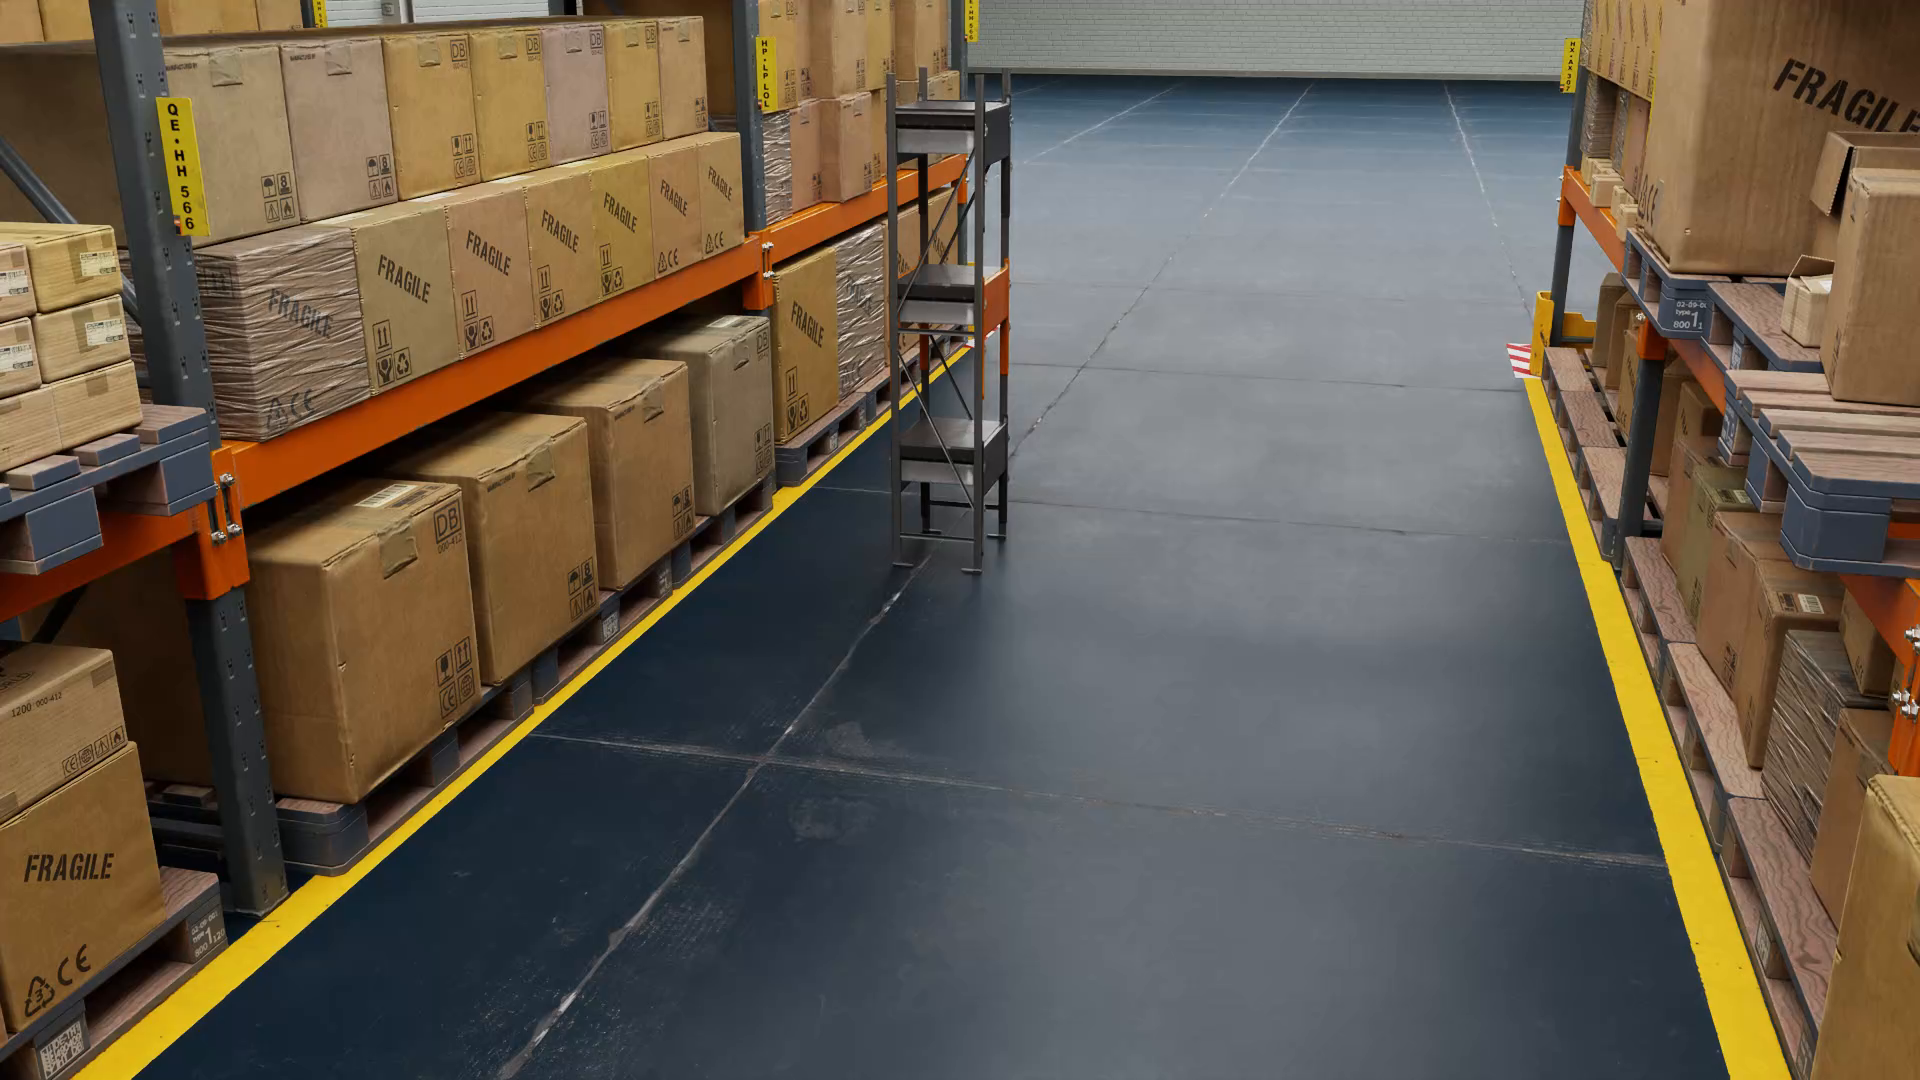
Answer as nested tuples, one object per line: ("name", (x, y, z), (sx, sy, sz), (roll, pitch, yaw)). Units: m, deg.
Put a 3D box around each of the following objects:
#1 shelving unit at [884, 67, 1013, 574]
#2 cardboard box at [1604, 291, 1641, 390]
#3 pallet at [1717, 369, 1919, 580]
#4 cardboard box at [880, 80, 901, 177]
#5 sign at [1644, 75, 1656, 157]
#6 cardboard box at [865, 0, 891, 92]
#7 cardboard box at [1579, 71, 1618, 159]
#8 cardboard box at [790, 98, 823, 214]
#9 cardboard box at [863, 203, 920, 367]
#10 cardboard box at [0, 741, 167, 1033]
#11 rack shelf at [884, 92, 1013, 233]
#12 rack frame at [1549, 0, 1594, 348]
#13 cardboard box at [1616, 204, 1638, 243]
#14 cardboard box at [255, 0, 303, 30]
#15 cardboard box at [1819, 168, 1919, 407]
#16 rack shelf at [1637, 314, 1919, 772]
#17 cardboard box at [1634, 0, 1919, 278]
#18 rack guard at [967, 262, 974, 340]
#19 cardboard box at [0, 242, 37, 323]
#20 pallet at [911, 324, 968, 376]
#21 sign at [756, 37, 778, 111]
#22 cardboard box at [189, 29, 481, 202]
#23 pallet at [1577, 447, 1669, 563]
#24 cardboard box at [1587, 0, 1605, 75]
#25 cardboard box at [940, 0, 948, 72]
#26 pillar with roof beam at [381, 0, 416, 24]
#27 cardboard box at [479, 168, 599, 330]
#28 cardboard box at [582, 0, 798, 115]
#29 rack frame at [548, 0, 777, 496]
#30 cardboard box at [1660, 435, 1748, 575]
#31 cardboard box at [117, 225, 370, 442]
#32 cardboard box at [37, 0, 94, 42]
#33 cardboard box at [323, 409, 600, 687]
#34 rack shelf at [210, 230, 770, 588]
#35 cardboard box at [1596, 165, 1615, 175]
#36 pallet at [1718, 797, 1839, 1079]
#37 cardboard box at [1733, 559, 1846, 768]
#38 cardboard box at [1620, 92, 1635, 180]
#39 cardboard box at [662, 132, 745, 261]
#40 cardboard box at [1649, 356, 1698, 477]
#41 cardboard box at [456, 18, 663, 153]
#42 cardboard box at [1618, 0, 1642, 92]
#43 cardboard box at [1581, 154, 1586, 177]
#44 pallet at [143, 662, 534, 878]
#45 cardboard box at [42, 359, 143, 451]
("shelving unit", (-0.040, -0.942, 7.196), (0.431, 2.100, 0.503), (5, 19, 13))
("cardboard box", (4.057, -1.141, 9.605), (0.500, 0.500, 0.500), (10, 21, 28))
("pallet", (2.455, -0.143, 3.763), (1.213, 0.211, 1.003), (5, 19, 13))
("cardboard box", (-0.865, -2.545, 10.265), (0.875, 0.550, 0.550), (5, 19, 13))
("sign", (2.833, -1.706, 6.703), (0.100, 0.325, 0.005), (5, 19, 13))
("cardboard box", (-0.891, -2.881, 9.579), (0.875, 0.550, 0.500), (5, 19, 13))
("cardboard box", (4.178, -2.528, 9.832), (0.875, 0.500, 0.500), (5, 19, 13))
("cardboard box", (-1.232, -2.041, 8.791), (0.875, 0.550, 0.550), (5, 19, 13))
("cardboard box", (-0.761, -1.633, 10.464), (0.875, 0.875, 0.875), (4, 19, 13))
("cardboard box", (-2.308, 0.785, 3.965), (0.500, 0.500, 0.500), (5, 19, 13))
("rack shelf", (-0.040, -1.591, 6.974), (0.431, 0.518, 0.480), (5, 19, 13))
("rack frame", (4.339, -2.510, 10.395), (1.000, 3.000, 0.127), (5, 19, 13))
("cardboard box", (3.272, -1.466, 7.728), (0.380, 0.149, 0.250), (5, 19, 13))
("cardboard box", (-5.184, -3.776, 11.941), (0.700, 0.500, 0.500), (4, 19, 12))
("cardboard box", (2.517, -0.604, 4.010), (0.700, 0.500, 0.500), (8, 20, 21))
("rack shelf", (2.873, -0.289, 5.005), (1.077, 0.370, 4.000), (5, 19, 13))
("cardboard box", (3.032, -1.501, 5.863), (1.000, 1.000, 1.000), (5, 19, 14))
("rack guard", (-0.440, -1.758, 12.060), (1.175, 0.500, 0.348), (5, 19, 13))
("cardboard box", (-2.140, -0.519, 3.384), (0.380, 0.149, 0.250), (4, 19, 13))
("pallet", (-0.566, -1.357, 11.333), (1.003, 0.211, 1.213), (5, 19, 13))
("sign", (-0.895, -2.150, 7.673), (0.100, 0.325, 0.005), (5, 19, 13))
("cardboard box", (-2.036, -1.406, 5.461), (0.700, 0.500, 0.500), (4, 19, 13))
("pallet", (3.491, -0.150, 7.799), (1.003, 0.211, 1.213), (5, 19, 13))
("cardboard box", (3.811, -2.864, 9.270), (0.500, 0.500, 0.500), (5, 19, 13))
("cardboard box", (-0.574, -3.402, 11.104), (0.875, 0.550, 0.550), (5, 19, 13))
("pillar with roof beam", (-4.023, -9.796, 22.446), (9.100, 9.000, 0.400), (5, 19, 13))
("cardboard box", (-1.660, -1.066, 6.013), (0.500, 0.500, 0.500), (4, 19, 13))
("cardboard box", (-1.300, -2.374, 8.096), (0.875, 0.550, 0.550), (5, 19, 13))
("rack frame", (-1.423, -1.679, 7.964), (1.000, 3.000, 0.127), (5, 19, 13))
("cardboard box", (3.191, -0.091, 6.499), (0.700, 0.500, 0.500), (3, 19, 9))
("cardboard box", (-2.029, -0.592, 4.627), (0.500, 0.500, 0.500), (5, 19, 14))
("cardboard box", (-5.635, -3.134, 10.062), (0.700, 0.500, 0.500), (4, 19, 12))
("cardboard box", (-1.954, -0.018, 5.930), (1.050, 0.750, 0.750), (5, 19, 14))
("rack shelf", (-1.912, -0.712, 6.245), (1.077, 0.370, 4.000), (5, 19, 13))
("cardboard box", (3.774, -2.009, 9.316), (0.380, 0.149, 0.250), (5, 19, 13))
("pallet", (2.577, 1.072, 4.221), (1.003, 0.211, 1.213), (5, 19, 13))
("cardboard box", (2.783, 0.408, 5.040), (0.700, 0.500, 0.500), (6, 20, 18))
("cardboard box", (3.874, -2.052, 8.441), (0.875, 0.500, 0.500), (5, 19, 13))
("cardboard box", (-1.292, -1.542, 7.407), (0.500, 0.500, 0.500), (5, 19, 13))
("cardboard box", (3.631, -0.574, 7.946), (0.500, 0.500, 0.500), (12, 22, 31))
("cardboard box", (-1.663, -1.882, 6.857), (0.700, 0.500, 0.500), (4, 19, 12))
("cardboard box", (3.449, -2.394, 7.893), (0.500, 0.500, 0.500), (5, 19, 13))
("cardboard box", (3.958, -2.244, 10.004), (0.380, 0.149, 0.250), (5, 19, 13))
("pallet", (-2.135, 0.653, 5.450), (1.003, 0.211, 1.213), (5, 19, 13))
("cardboard box", (-2.076, -0.315, 3.707), (0.380, 0.149, 0.250), (5, 19, 14))
